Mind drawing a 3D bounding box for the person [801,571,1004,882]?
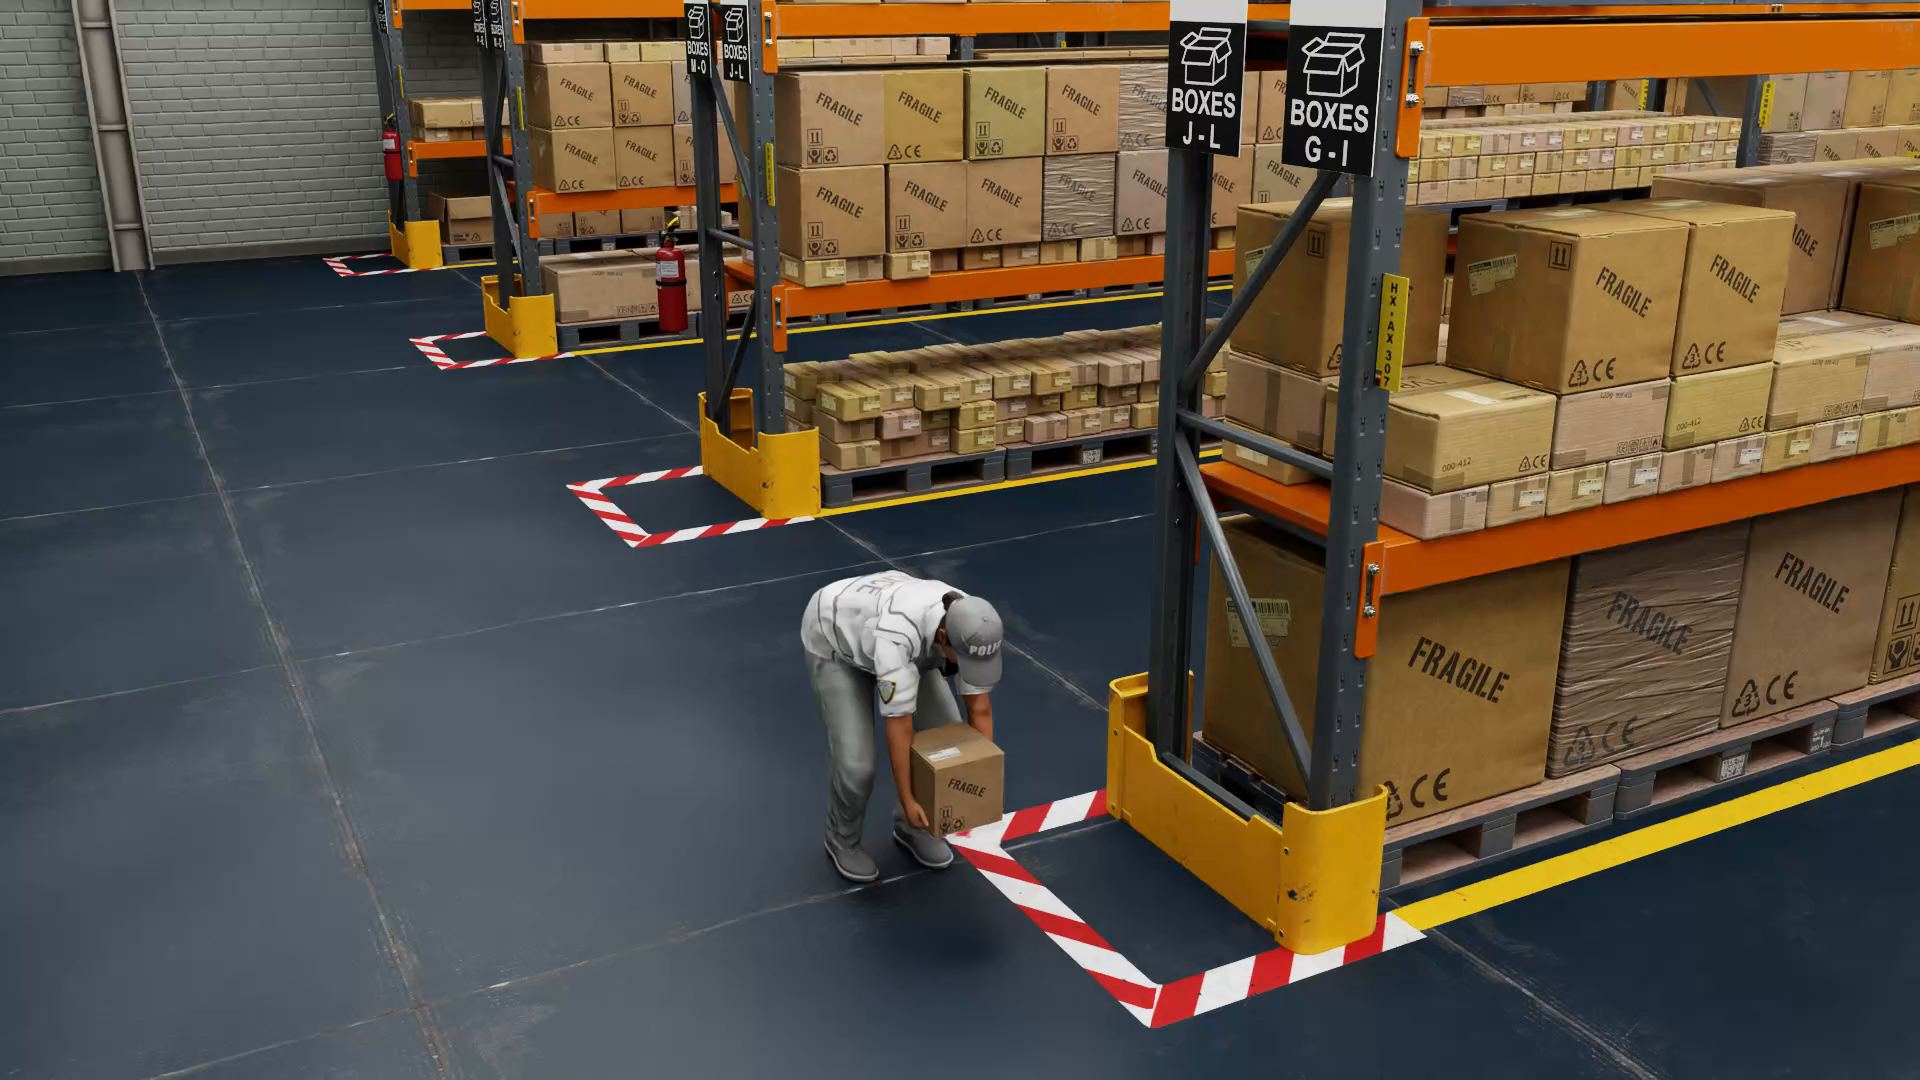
[{"bbox_3d":[-0.174,0.623,5.550,0.483,1.130,0.926,-12,22,-31],"label":"person"}]
